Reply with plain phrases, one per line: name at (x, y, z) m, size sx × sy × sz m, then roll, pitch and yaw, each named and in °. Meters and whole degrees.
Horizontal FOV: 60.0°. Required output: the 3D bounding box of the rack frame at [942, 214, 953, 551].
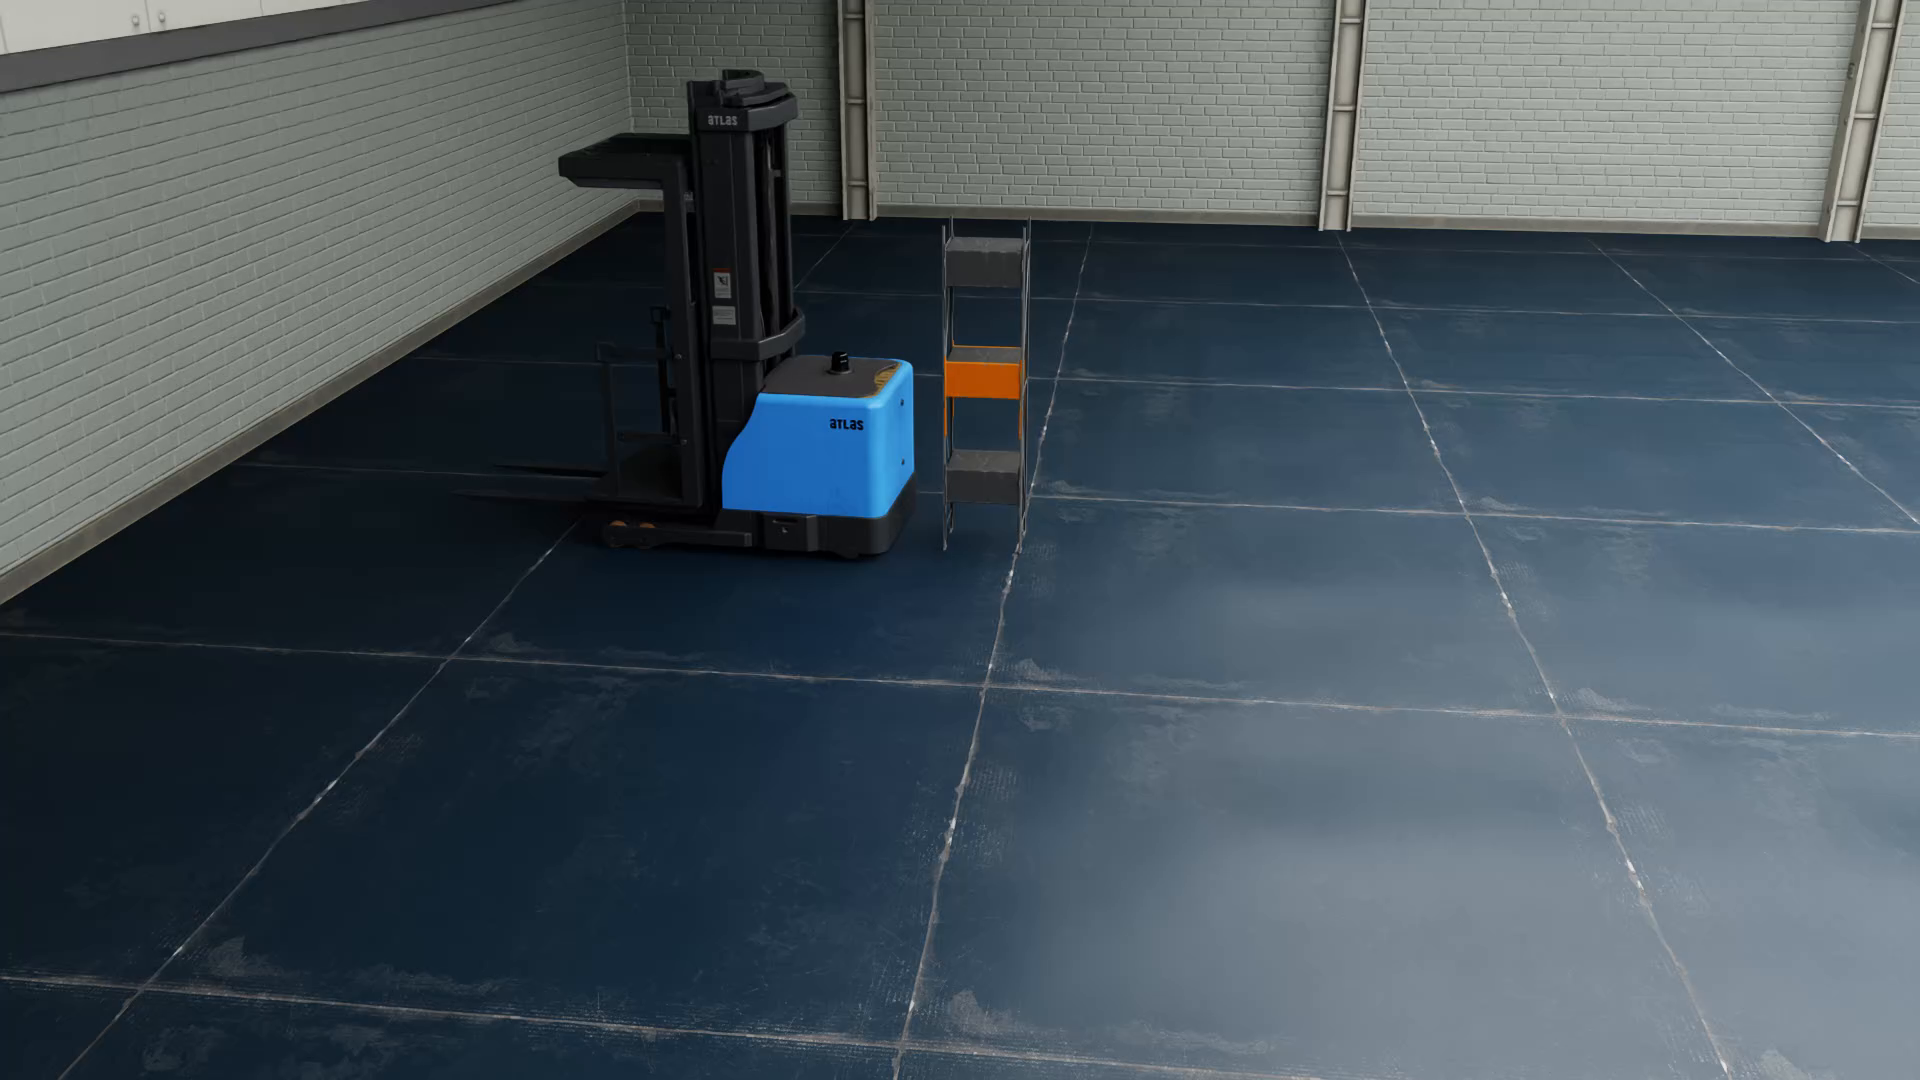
rack frame at (-0.078, -0.980, 10.562) m, size 0.015 × 2.100 × 0.400 m, roll 2°, pitch 22°, yaw 6°

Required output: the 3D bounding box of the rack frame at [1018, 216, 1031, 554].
rack frame at (0.407, -0.959, 10.509) m, size 0.015 × 2.100 × 0.400 m, roll 2°, pitch 22°, yaw 6°

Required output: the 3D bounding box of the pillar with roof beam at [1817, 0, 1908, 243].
pillar with roof beam at (10.121, -6.248, 14.505) m, size 0.400 × 9.000 × 9.100 m, roll 2°, pitch 22°, yaw 6°

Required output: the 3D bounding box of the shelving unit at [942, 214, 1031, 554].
shelving unit at (0.164, -0.969, 10.536) m, size 0.503 × 2.100 × 0.431 m, roll 2°, pitch 22°, yaw 6°

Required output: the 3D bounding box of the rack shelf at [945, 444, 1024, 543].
rack shelf at (0.164, -0.306, 10.798) m, size 0.480 × 0.518 × 0.431 m, roll 2°, pitch 22°, yaw 6°

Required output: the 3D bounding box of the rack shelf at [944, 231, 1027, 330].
rack shelf at (0.164, -1.608, 10.283) m, size 0.480 × 0.518 × 0.431 m, roll 2°, pitch 22°, yaw 6°

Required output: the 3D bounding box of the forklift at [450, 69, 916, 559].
forklift at (-1.866, -1.489, 10.720) m, size 3.031 × 2.935 × 1.130 m, roll 4°, pitch 22°, yaw 10°

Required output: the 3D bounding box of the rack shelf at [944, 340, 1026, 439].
rack shelf at (0.164, -0.957, 10.541) m, size 0.480 × 0.518 × 0.431 m, roll 2°, pitch 22°, yaw 6°

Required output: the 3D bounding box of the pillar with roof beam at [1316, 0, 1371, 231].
pillar with roof beam at (4.163, -6.508, 15.162) m, size 0.400 × 9.000 × 9.100 m, roll 2°, pitch 22°, yaw 6°

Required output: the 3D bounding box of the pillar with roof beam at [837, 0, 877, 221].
pillar with roof beam at (-1.796, -6.768, 15.818) m, size 0.400 × 9.000 × 9.100 m, roll 2°, pitch 22°, yaw 6°
